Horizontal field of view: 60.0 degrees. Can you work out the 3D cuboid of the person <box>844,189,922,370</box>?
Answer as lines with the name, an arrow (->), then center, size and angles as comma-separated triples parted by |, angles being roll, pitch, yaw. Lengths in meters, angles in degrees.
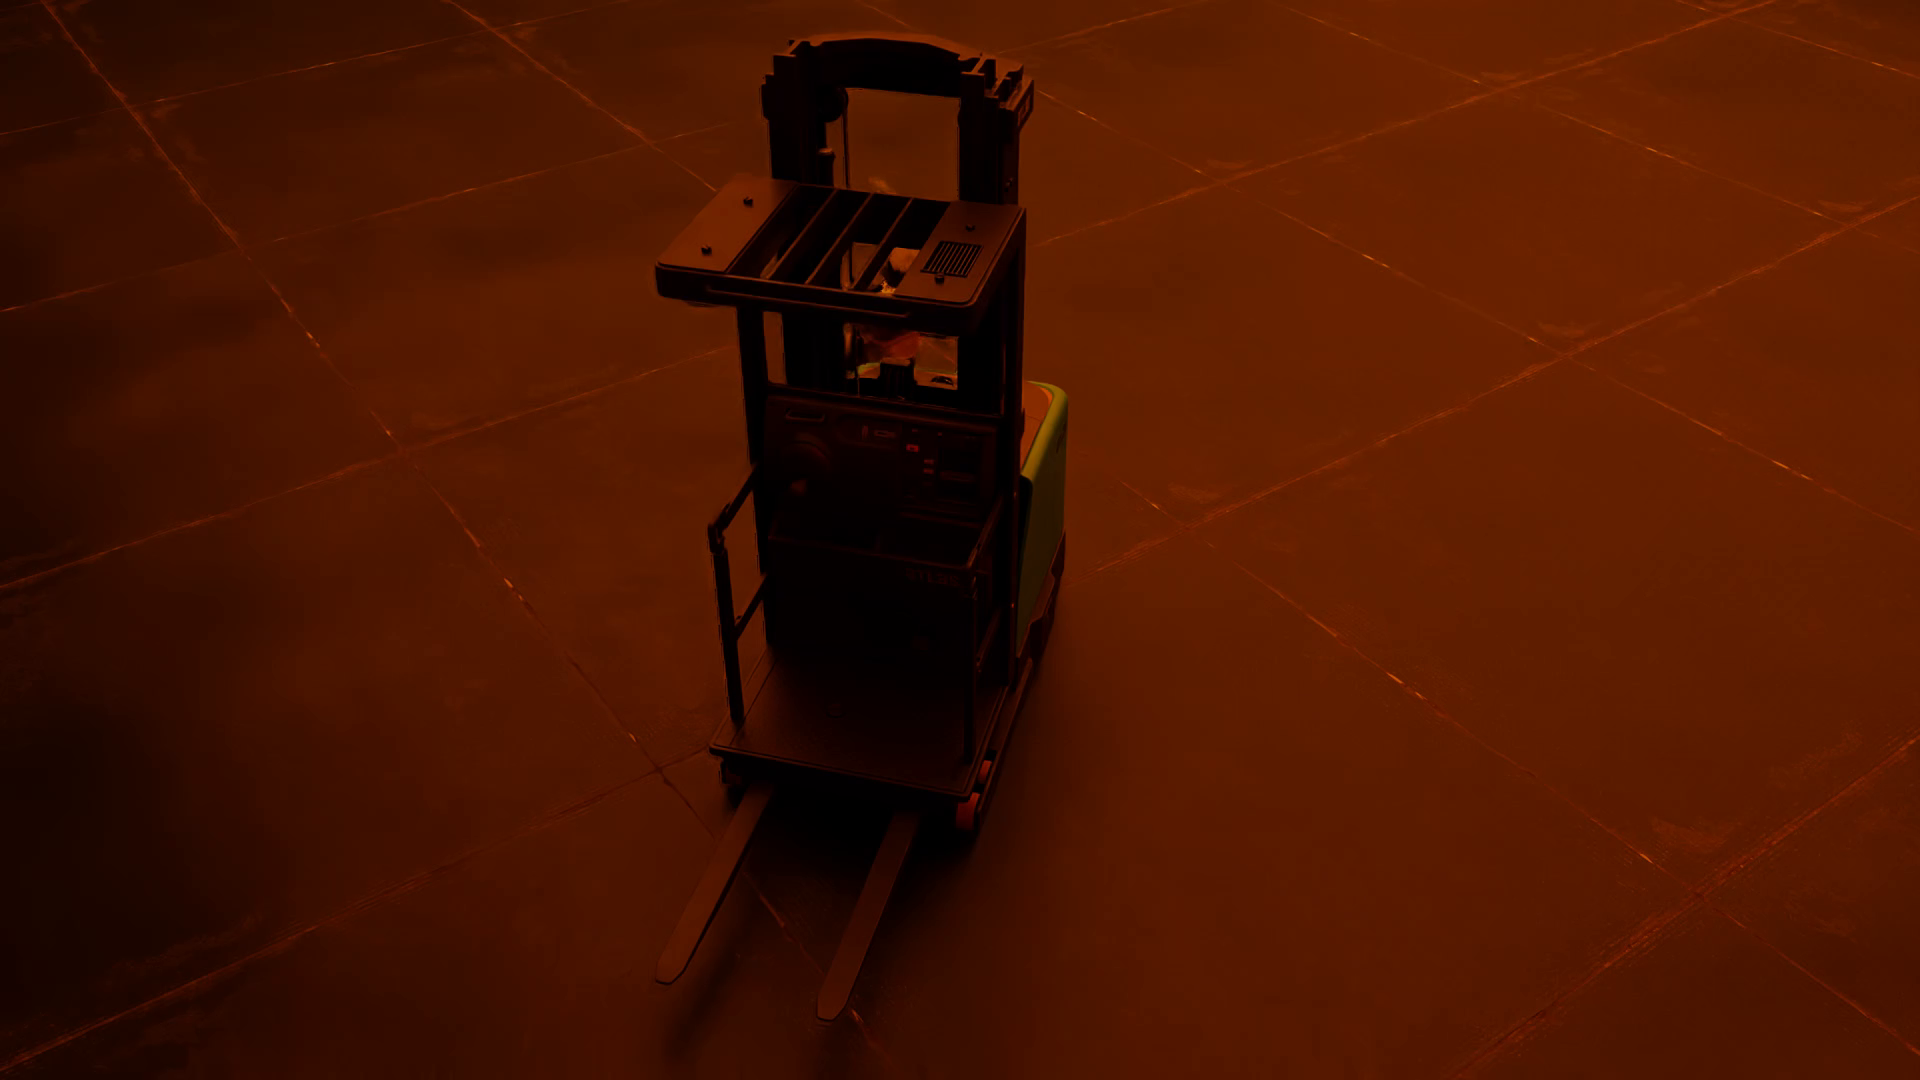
person -> -0.589, -0.989, 8.495 | 1.019, 1.532, 0.825 | -26, 44, -31

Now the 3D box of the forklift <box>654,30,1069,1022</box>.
forklift -> -0.370, -0.248, 6.280 | 1.130, 2.935, 3.031 | 9, 37, 12
